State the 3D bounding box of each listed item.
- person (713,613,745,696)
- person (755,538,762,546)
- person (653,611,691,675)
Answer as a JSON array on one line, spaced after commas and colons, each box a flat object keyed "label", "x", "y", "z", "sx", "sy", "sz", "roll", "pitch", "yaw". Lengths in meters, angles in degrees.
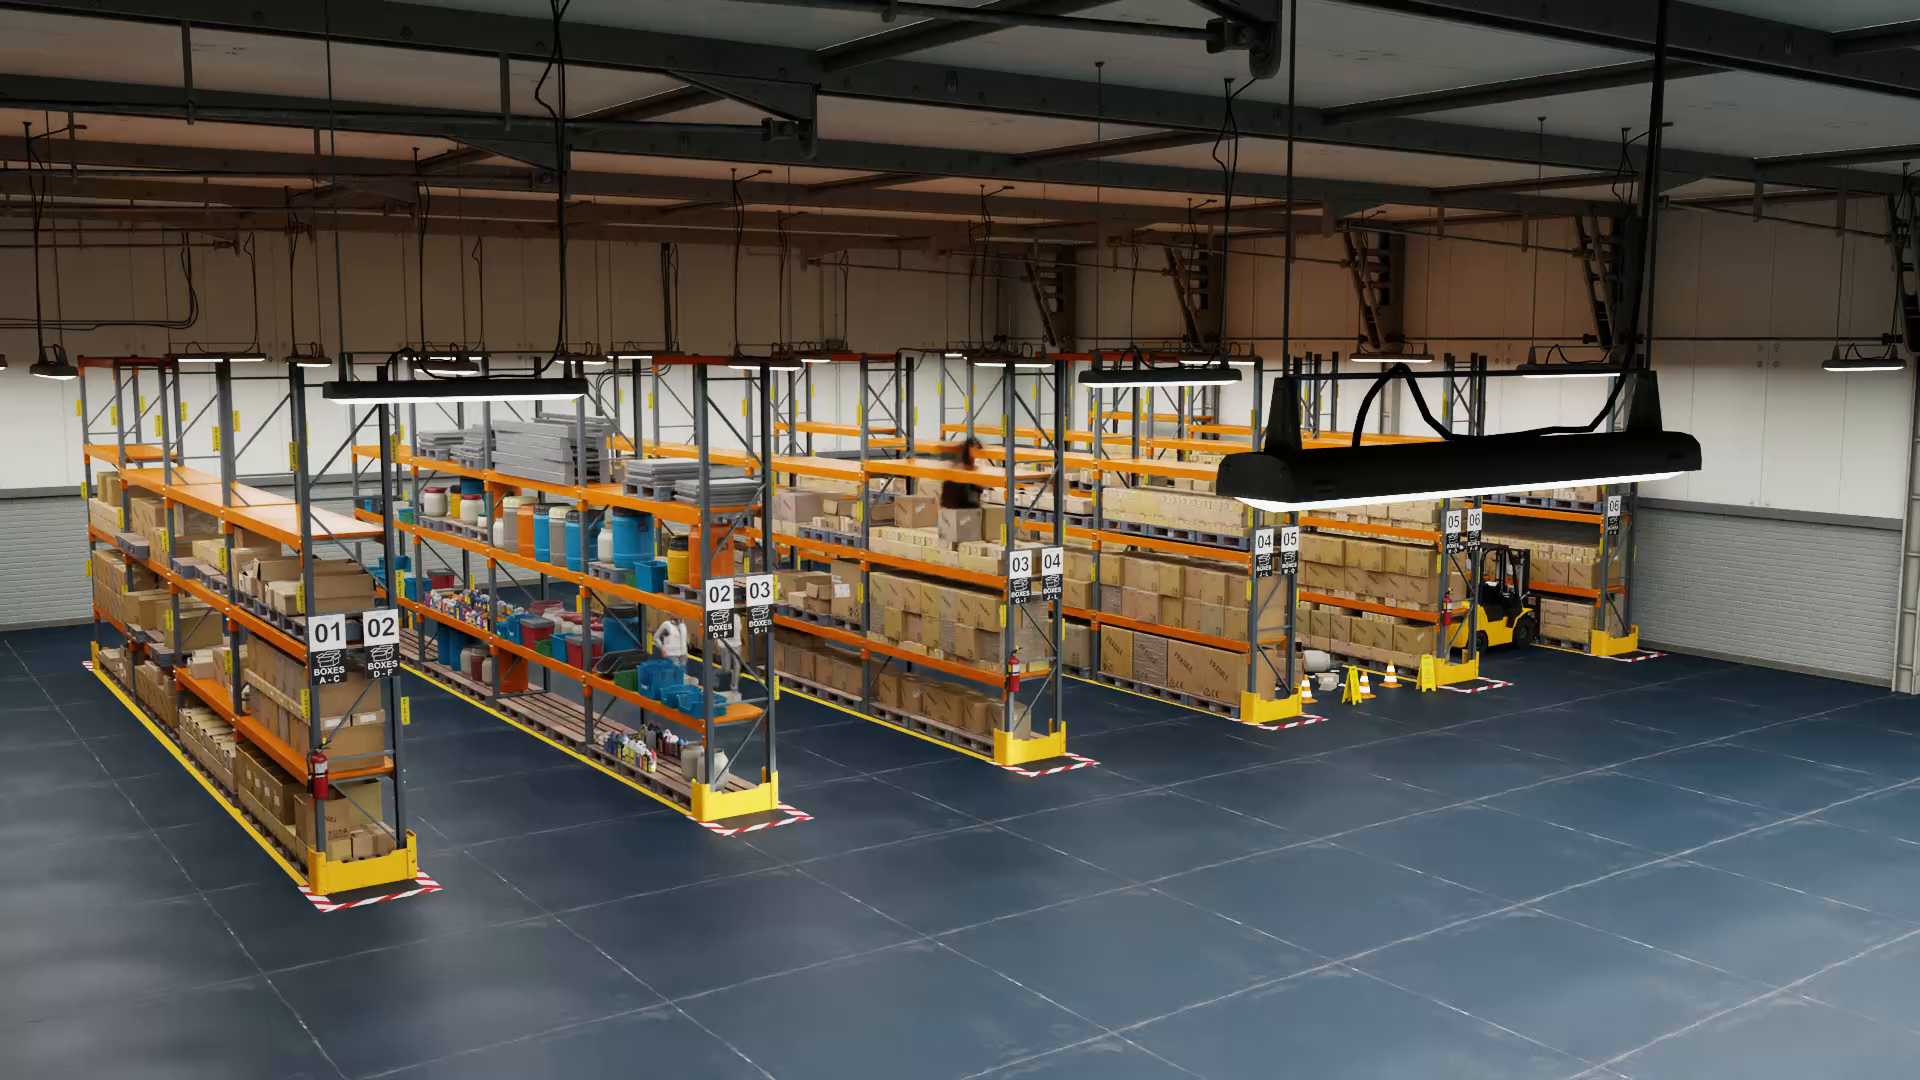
[{"label": "person", "x": -4.125, "y": 1.881, "z": 29.565, "sx": 0.709, "sy": 1.740, "sz": 0.804, "roll": -6, "pitch": 9, "yaw": -41}, {"label": "person", "x": -5.031, "y": 0.483, "z": 41.364, "sx": 0.850, "sy": 1.779, "sz": 0.735, "roll": -5, "pitch": 9, "yaw": -38}, {"label": "person", "x": -4.917, "y": 1.979, "z": 28.862, "sx": 0.570, "sy": 1.731, "sz": 0.658, "roll": 6, "pitch": 9, "yaw": 41}]
